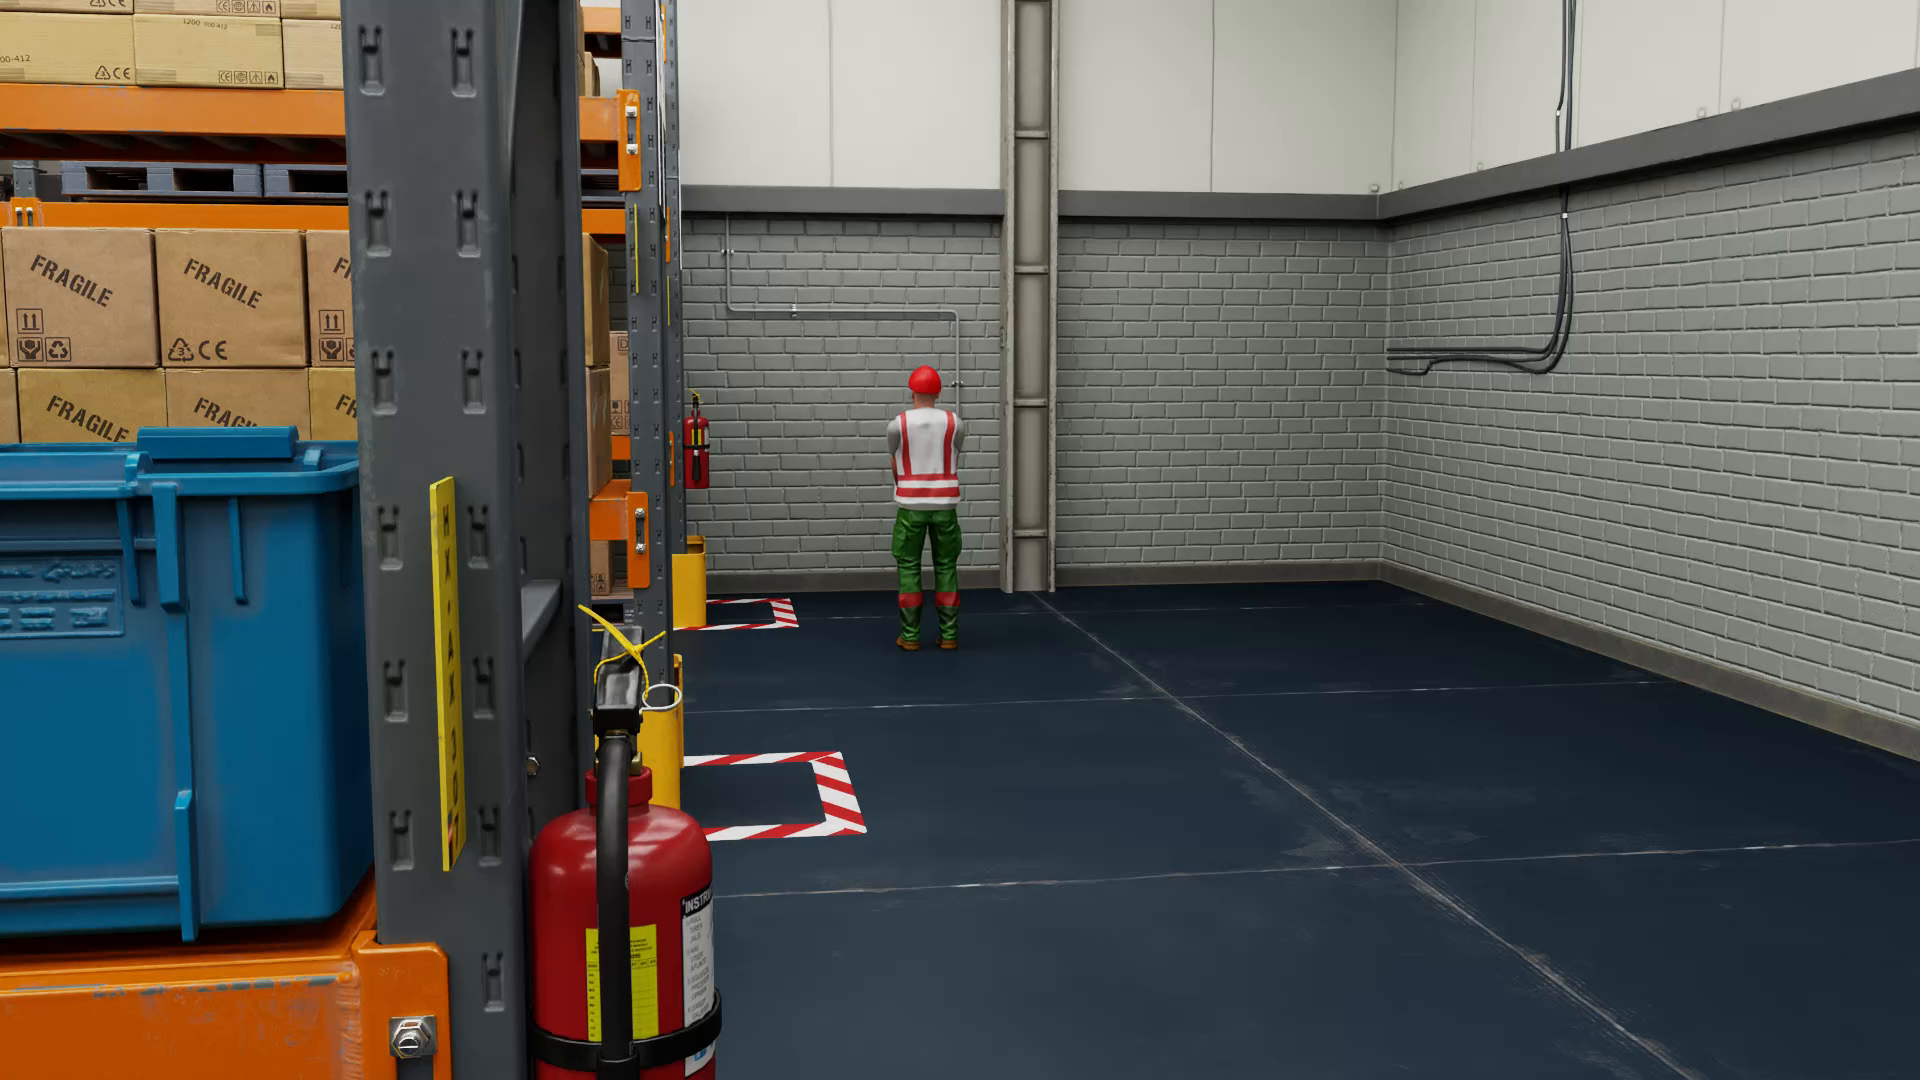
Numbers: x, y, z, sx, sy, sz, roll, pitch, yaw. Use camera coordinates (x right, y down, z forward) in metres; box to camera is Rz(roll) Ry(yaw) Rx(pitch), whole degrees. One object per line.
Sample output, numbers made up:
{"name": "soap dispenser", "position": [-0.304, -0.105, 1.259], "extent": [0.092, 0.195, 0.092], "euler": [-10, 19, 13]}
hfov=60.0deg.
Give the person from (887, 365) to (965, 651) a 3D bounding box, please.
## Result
{"name": "person", "position": [-0.229, -0.211, 10.514], "extent": [0.494, 1.782, 0.561], "euler": [-1, 6, -8]}
